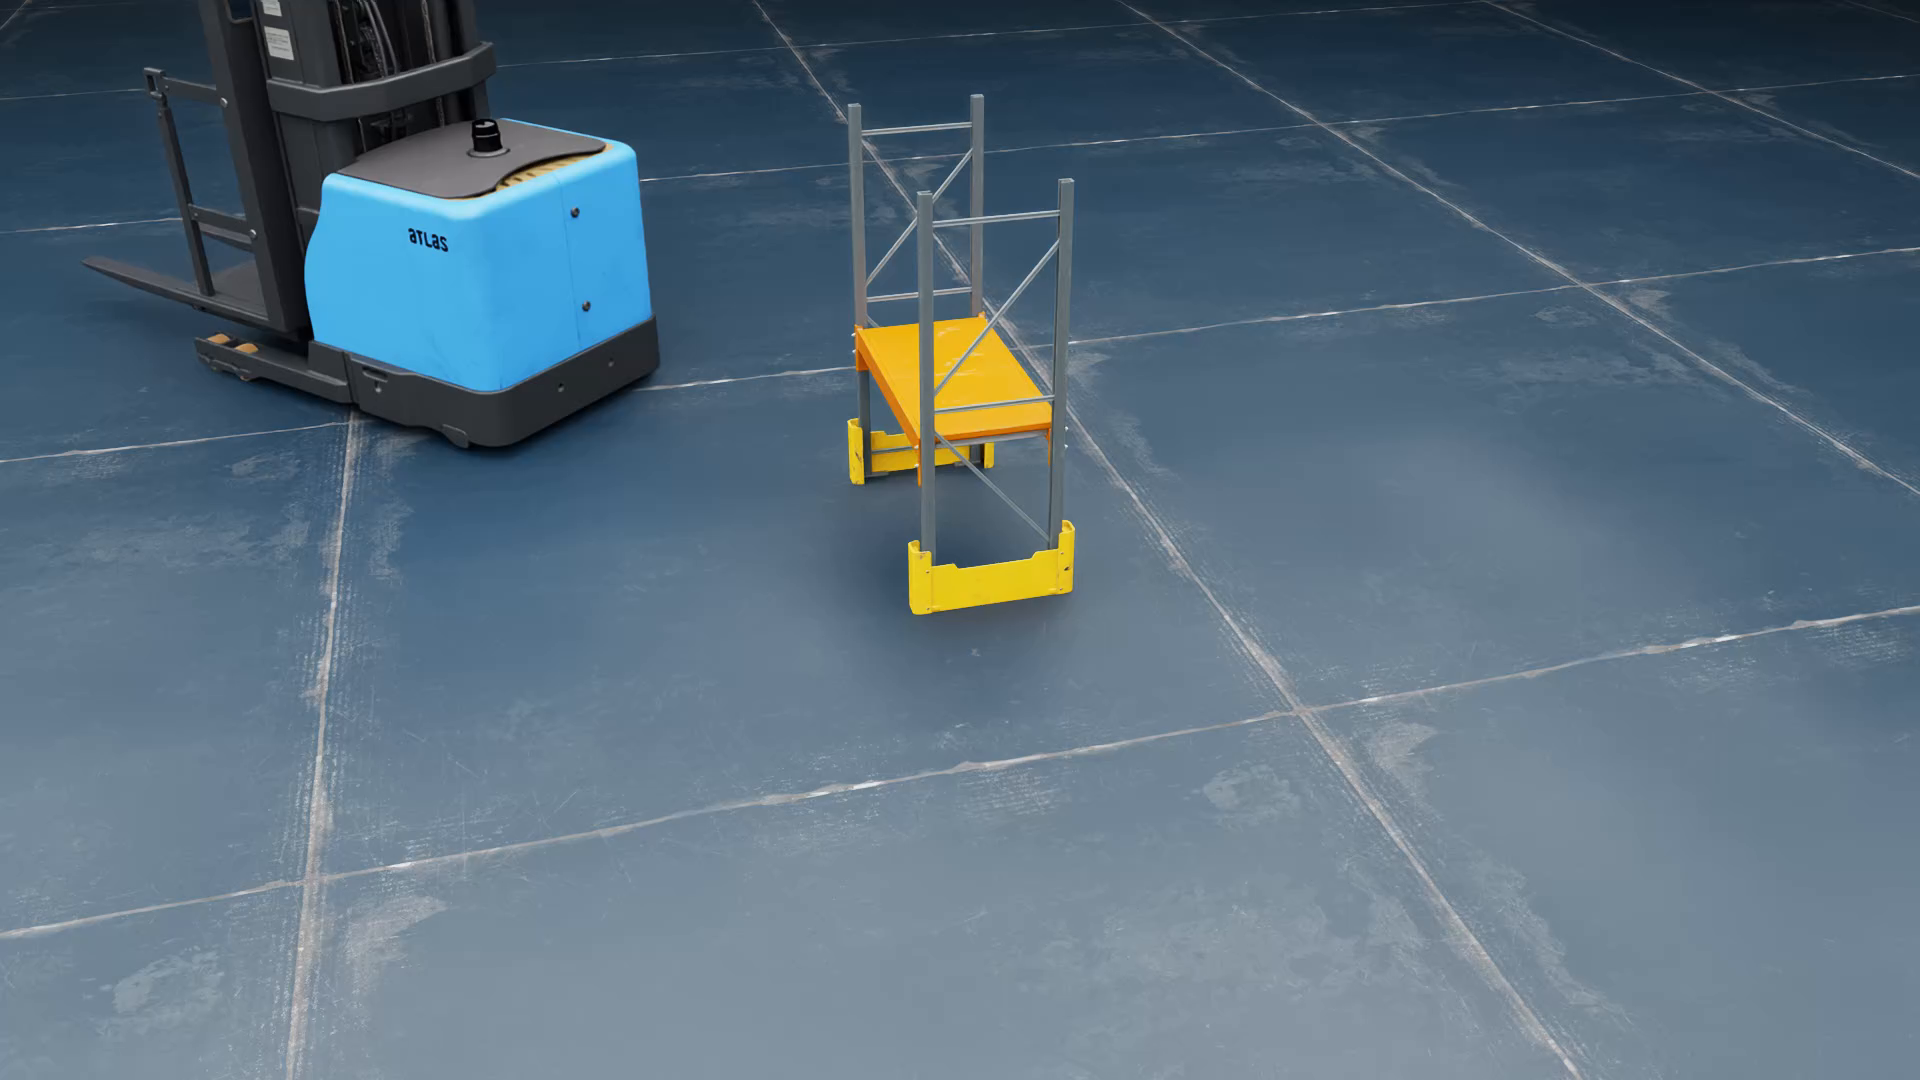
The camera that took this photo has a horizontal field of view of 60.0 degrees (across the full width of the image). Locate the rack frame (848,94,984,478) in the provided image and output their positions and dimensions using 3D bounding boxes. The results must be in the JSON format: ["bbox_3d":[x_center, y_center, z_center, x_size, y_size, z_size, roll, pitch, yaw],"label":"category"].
[{"bbox_3d":[-0.158,-0.936,6.370,0.500,1.500,0.032,-8,31,-13],"label":"rack frame"}]

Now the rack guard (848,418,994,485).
[{"bbox_3d":[-0.152,-0.386,6.667,0.587,0.250,0.087,-8,31,-13],"label":"rack guard"}]

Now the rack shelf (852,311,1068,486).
[{"bbox_3d":[-0.023,-0.535,6.036,0.538,0.185,1.000,-8,31,-13],"label":"rack shelf"}]

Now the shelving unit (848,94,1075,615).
[{"bbox_3d":[-0.020,-0.686,5.938,0.587,1.500,1.083,-8,31,-13],"label":"shelving unit"}]

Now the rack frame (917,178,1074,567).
[{"bbox_3d":[0.112,-0.445,5.521,0.500,1.500,0.032,-8,31,-13],"label":"rack frame"}]

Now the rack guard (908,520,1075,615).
[{"bbox_3d":[0.112,0.096,5.835,0.587,0.250,0.087,-8,31,-13],"label":"rack guard"}]

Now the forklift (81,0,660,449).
[{"bbox_3d":[-2.867,-2.189,7.106,3.031,2.935,1.130,17,34,27],"label":"forklift"}]
